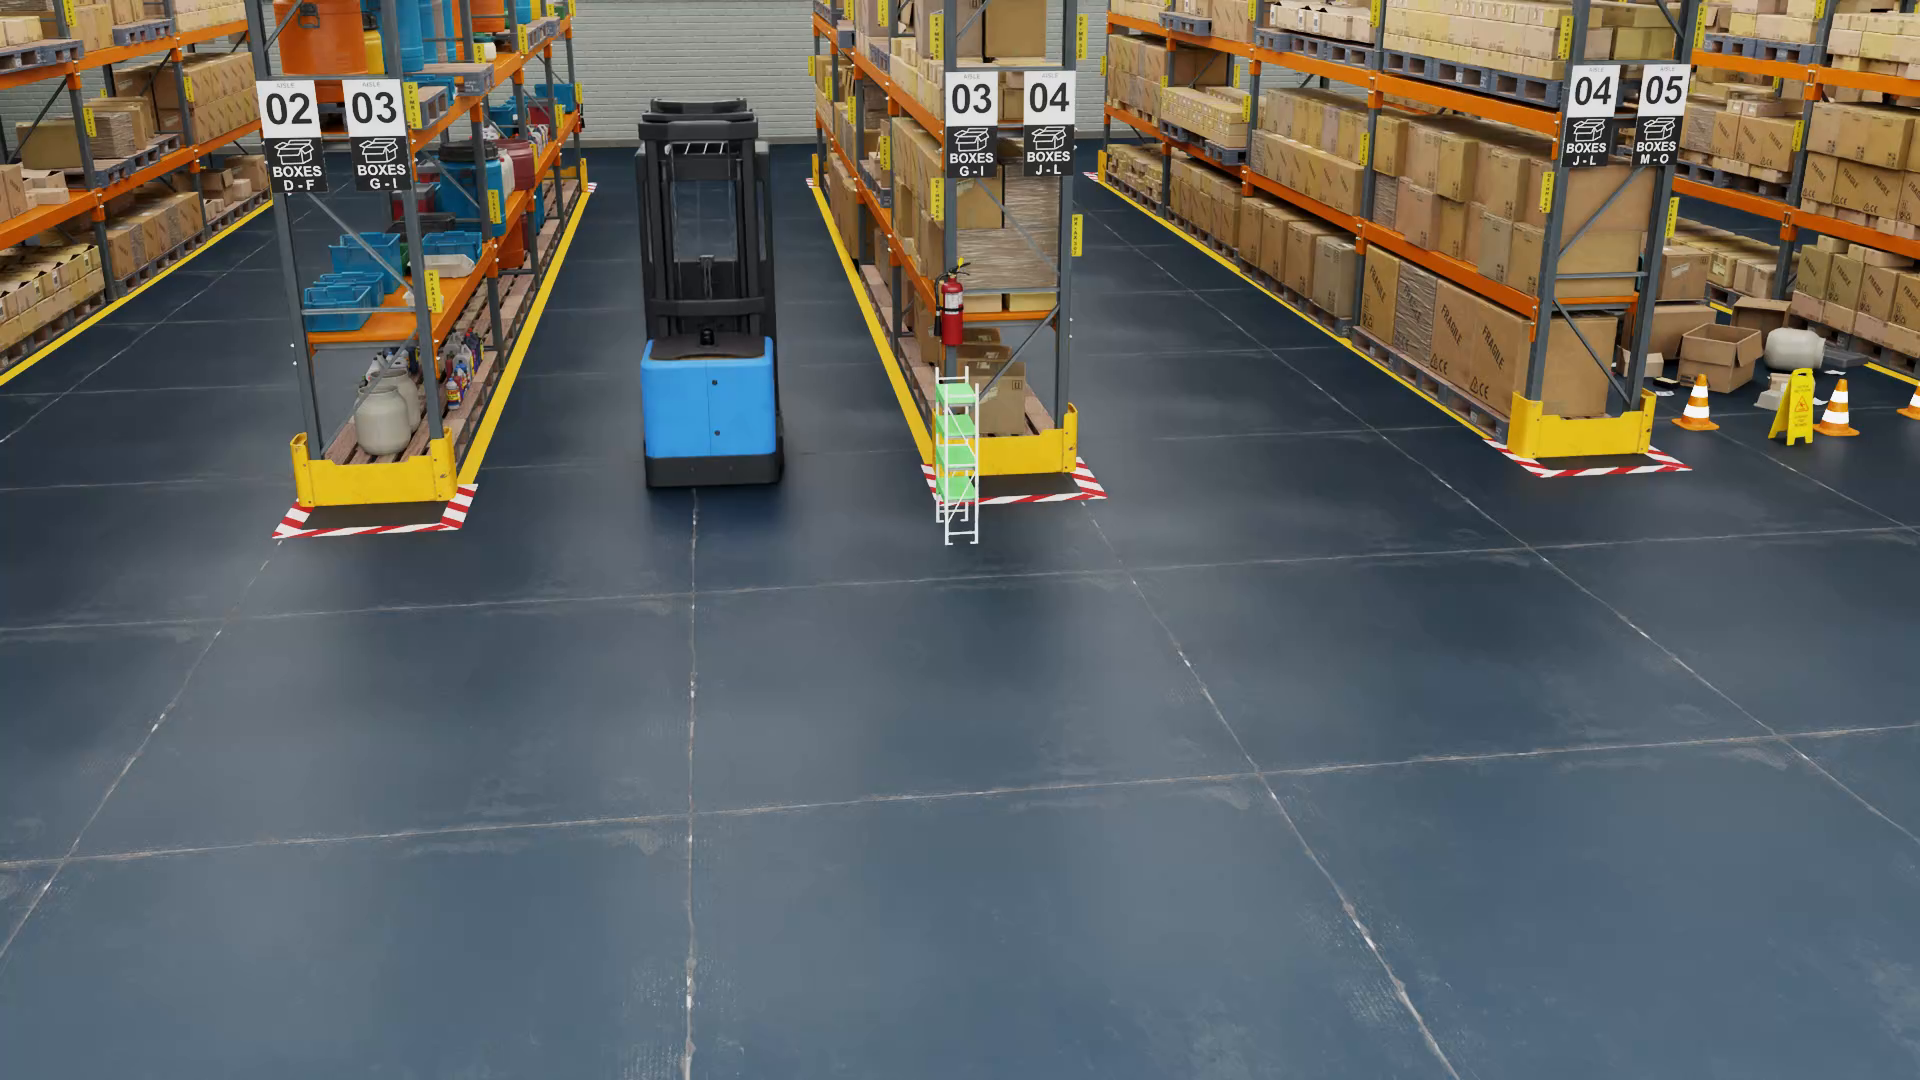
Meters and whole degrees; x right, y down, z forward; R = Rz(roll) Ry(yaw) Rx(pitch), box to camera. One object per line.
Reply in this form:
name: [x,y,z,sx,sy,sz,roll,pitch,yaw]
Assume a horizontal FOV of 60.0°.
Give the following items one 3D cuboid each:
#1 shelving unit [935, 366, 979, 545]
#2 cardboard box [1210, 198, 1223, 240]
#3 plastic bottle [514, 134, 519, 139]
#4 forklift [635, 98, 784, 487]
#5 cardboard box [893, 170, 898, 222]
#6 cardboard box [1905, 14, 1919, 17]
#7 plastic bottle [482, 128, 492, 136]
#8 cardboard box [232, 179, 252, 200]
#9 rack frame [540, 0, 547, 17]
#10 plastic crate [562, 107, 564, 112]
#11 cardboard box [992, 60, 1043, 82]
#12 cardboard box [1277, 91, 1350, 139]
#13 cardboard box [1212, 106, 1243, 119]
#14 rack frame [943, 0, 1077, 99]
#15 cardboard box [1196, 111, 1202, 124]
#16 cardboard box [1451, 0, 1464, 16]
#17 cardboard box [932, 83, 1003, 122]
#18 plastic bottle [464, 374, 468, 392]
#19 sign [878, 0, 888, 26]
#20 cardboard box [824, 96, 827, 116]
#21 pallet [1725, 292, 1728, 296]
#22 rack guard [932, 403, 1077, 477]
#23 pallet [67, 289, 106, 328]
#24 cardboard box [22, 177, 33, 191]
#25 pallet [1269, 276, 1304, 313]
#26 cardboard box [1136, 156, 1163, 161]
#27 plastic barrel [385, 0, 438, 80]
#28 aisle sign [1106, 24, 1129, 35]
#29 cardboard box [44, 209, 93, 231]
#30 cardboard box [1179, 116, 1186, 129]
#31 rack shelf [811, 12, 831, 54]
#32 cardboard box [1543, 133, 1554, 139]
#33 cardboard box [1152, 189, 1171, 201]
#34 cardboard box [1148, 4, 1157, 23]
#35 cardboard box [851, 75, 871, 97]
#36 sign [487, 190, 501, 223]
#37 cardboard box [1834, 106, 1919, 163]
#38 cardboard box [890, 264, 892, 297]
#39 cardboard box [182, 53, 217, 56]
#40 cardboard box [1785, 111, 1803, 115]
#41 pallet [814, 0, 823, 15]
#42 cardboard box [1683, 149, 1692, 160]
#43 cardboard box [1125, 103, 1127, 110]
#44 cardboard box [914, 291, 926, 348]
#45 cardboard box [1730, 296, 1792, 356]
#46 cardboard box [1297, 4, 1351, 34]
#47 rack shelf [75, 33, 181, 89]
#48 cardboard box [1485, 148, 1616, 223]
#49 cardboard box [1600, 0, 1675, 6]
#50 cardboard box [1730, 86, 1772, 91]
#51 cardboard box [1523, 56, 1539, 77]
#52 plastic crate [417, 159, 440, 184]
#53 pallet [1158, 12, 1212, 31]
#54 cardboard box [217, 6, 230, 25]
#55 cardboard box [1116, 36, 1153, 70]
shelving unit: [-0.024,-0.619,12.160,0.258,1.200,0.503,-3,21,-8]
cardboard box: [3.722,-4.378,22.623,0.500,0.500,0.500,-2,21,-6]
plastic bottle: [-5.770,-5.117,21.700,0.144,0.351,0.185,-3,21,-8]
forklift: [-2.117,-2.266,14.093,1.130,2.935,3.031,-2,21,-6]
cardboard box: [-0.196,-3.385,16.423,0.875,0.500,0.500,-3,21,-8]
cardboard box: [9.982,-5.333,17.141,0.380,0.149,0.250,-3,21,-9]
plastic bottle: [-6.512,-5.513,22.867,0.152,0.276,0.135,-3,21,-8]
cardboard box: [-11.304,-5.426,25.757,0.500,0.250,0.500,-3,21,-8]
rack frame: [-6.254,-8.688,22.616,1.000,3.000,0.127,-3,21,-8]
plastic crate: [-6.281,-6.514,25.523,0.416,0.233,0.300,-3,21,-8]
cardboard box: [0.466,-3.777,13.399,0.380,0.149,0.250,-3,21,-9]
cardboard box: [4.275,-5.142,20.124,0.700,0.500,0.500,-3,21,-9]
cardboard box: [3.550,-5.640,21.937,0.380,0.149,0.250,-2,21,-6]
rack frame: [0.377,-4.783,12.160,1.000,3.000,0.127,-3,21,-8]
cardboard box: [3.436,-5.770,22.713,0.380,0.149,0.250,-2,21,-6]
cardboard box: [4.658,-4.807,14.989,0.380,0.149,0.250,-3,21,-8]
cardboard box: [0.056,-3.462,13.124,0.500,0.250,0.500,-2,21,-6]
plastic bottle: [-4.556,-1.449,15.179,0.097,0.201,0.097,0,20,0]
sign: [-0.749,-5.160,16.156,0.100,0.325,0.005,-3,21,-8]
cardboard box: [-1.827,-6.692,25.635,0.500,0.250,0.500,-2,21,-7]
pallet: [9.314,-3.244,20.599,1.003,0.211,1.213,-3,21,-8]
rack guard: [0.366,-0.828,13.718,1.175,0.500,0.348,-3,21,-8]
pallet: [-10.500,-2.651,19.011,1.003,0.211,1.213,-3,21,-8]
cardboard box: [-10.643,-3.883,18.452,0.500,0.311,0.500,-3,21,-8]
pallet: [4.358,-2.953,19.821,1.003,0.211,1.213,-3,21,-8]
cardboard box: [3.073,-6.132,26.971,0.380,0.149,0.250,-3,21,-8]
plastic barrel: [-5.389,-4.913,16.079,0.600,0.901,0.708,-3,21,-8]
aisle sign: [2.686,-8.955,28.191,0.394,0.787,0.004,-3,21,-8]
cardboard box: [-10.959,-3.962,20.408,0.500,0.250,0.500,-2,21,-6]
cardboard box: [3.321,-5.904,23.496,0.380,0.149,0.250,-4,21,-10]
rack shelf: [-1.641,-7.888,25.789,1.077,0.370,4.000,-3,21,-8]
cardboard box: [8.554,-5.685,23.365,0.500,0.250,0.500,-3,21,-8]
cardboard box: [3.176,-5.322,25.653,0.380,0.149,0.250,-3,21,-7]
cardboard box: [3.171,-8.007,25.295,0.500,0.250,0.500,-3,21,-8]
cardboard box: [-1.060,-5.971,22.338,0.797,0.503,0.637,-2,21,-6]
sign: [-4.555,-3.261,16.265,0.100,0.325,0.005,-3,21,-8]
cardboard box: [9.507,-4.171,17.098,0.700,0.500,0.500,-3,21,-7]
cardboard box: [-0.398,-2.966,18.814,0.700,0.500,0.500,-5,21,-12]
cardboard box: [-11.930,-7.362,26.069,0.500,0.500,0.500,-2,21,-6]
cardboard box: [9.692,-4.762,19.511,0.500,0.500,0.500,-3,21,-8]
pallet: [-1.812,-8.620,26.847,1.003,0.211,1.213,-3,21,-8]
cardboard box: [9.105,-4.731,20.355,0.380,0.149,0.250,-2,21,-6]
cardboard box: [2.952,-7.216,27.609,0.380,0.149,0.250,-2,21,-5]
cardboard box: [-0.182,-2.243,16.906,0.500,0.500,0.500,-4,21,-9]
cardboard box: [8.415,-2.248,17.516,0.500,0.500,0.500,12,24,29]
cardboard box: [4.179,-5.952,18.961,0.500,0.311,0.500,-3,21,-9]
rack shelf: [-10.868,-6.005,20.747,1.077,0.370,4.000,-3,21,-8]
cardboard box: [5.114,-3.080,14.418,0.875,0.550,0.550,-3,21,-8]
cardboard box: [8.826,-7.015,21.677,0.797,0.503,0.637,-4,21,-11]
cardboard box: [12.963,-7.285,27.222,0.500,0.250,0.500,-3,21,-8]
cardboard box: [4.881,-3.904,13.711,0.380,0.149,0.250,-3,21,-7]
plastic crate: [-5.748,-3.948,18.407,0.402,0.464,0.583,-3,21,-8]
pallet: [3.553,-7.441,23.832,1.213,0.211,1.003,-3,21,-8]
cardboard box: [-11.252,-7.838,24.842,0.500,0.250,0.500,-3,21,-8]
cardboard box: [2.874,-8.039,27.455,0.500,0.500,0.500,-2,21,-6]
